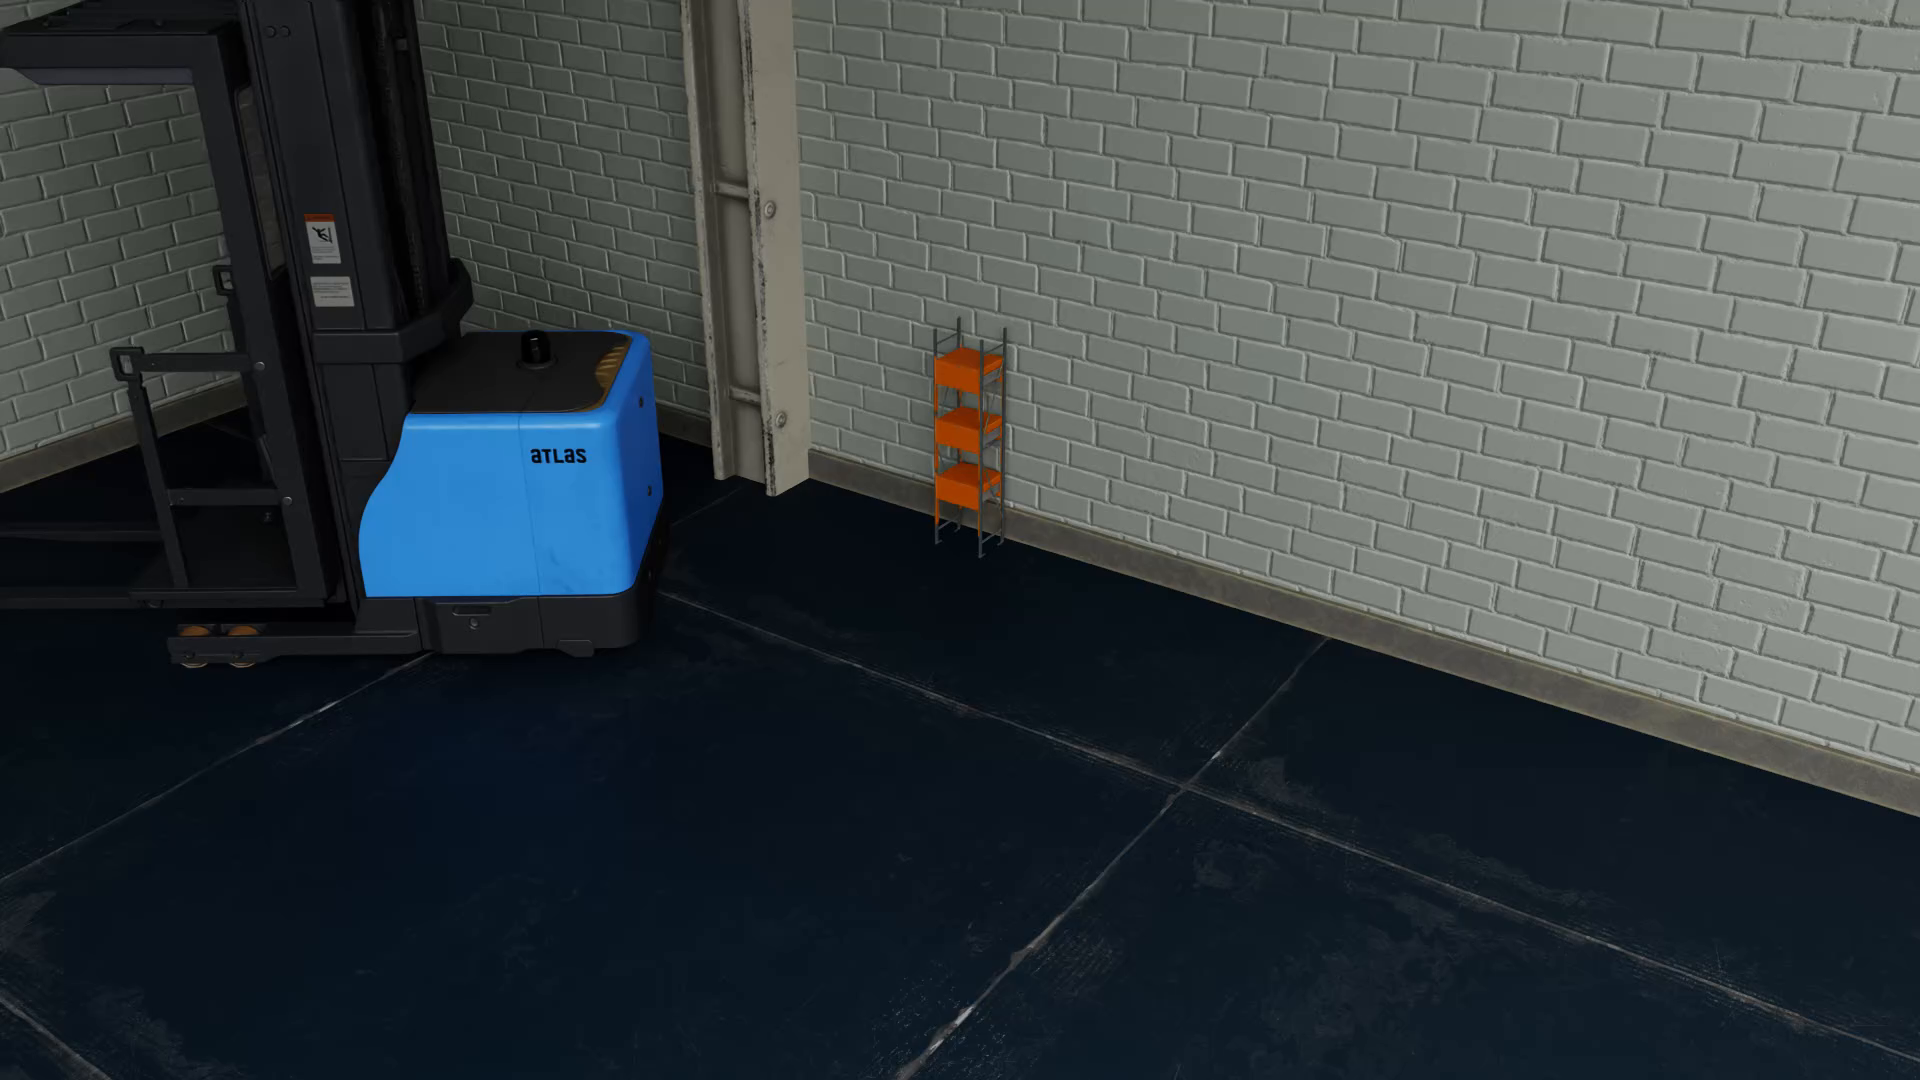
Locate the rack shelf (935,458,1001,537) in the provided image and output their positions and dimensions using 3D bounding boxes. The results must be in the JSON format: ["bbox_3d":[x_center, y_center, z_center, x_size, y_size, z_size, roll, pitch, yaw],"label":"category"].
[{"bbox_3d":[0.044,-0.197,7.616,0.240,0.259,0.215,17,32,30],"label":"rack shelf"}]

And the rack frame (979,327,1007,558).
[{"bbox_3d":[0.145,-0.423,7.423,0.008,1.050,0.200,17,32,30],"label":"rack frame"}]

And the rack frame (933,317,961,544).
[{"bbox_3d":[-0.056,-0.485,7.546,0.008,1.050,0.200,17,32,30],"label":"rack frame"}]

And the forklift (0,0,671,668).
[{"bbox_3d":[-2.825,-1.031,6.543,3.031,2.935,1.130,0,27,-1],"label":"forklift"}]

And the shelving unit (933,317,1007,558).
[{"bbox_3d":[0.044,-0.454,7.485,0.252,1.050,0.215,17,32,30],"label":"shelving unit"}]

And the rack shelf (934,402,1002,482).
[{"bbox_3d":[0.044,-0.445,7.490,0.240,0.259,0.215,17,32,30],"label":"rack shelf"}]

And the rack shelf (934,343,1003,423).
[{"bbox_3d":[0.044,-0.698,7.361,0.240,0.259,0.215,17,32,30],"label":"rack shelf"}]

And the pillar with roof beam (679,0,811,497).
[{"bbox_3d":[-3.427,-2.721,3.175,0.400,9.000,9.100,17,32,30],"label":"pillar with roof beam"}]
